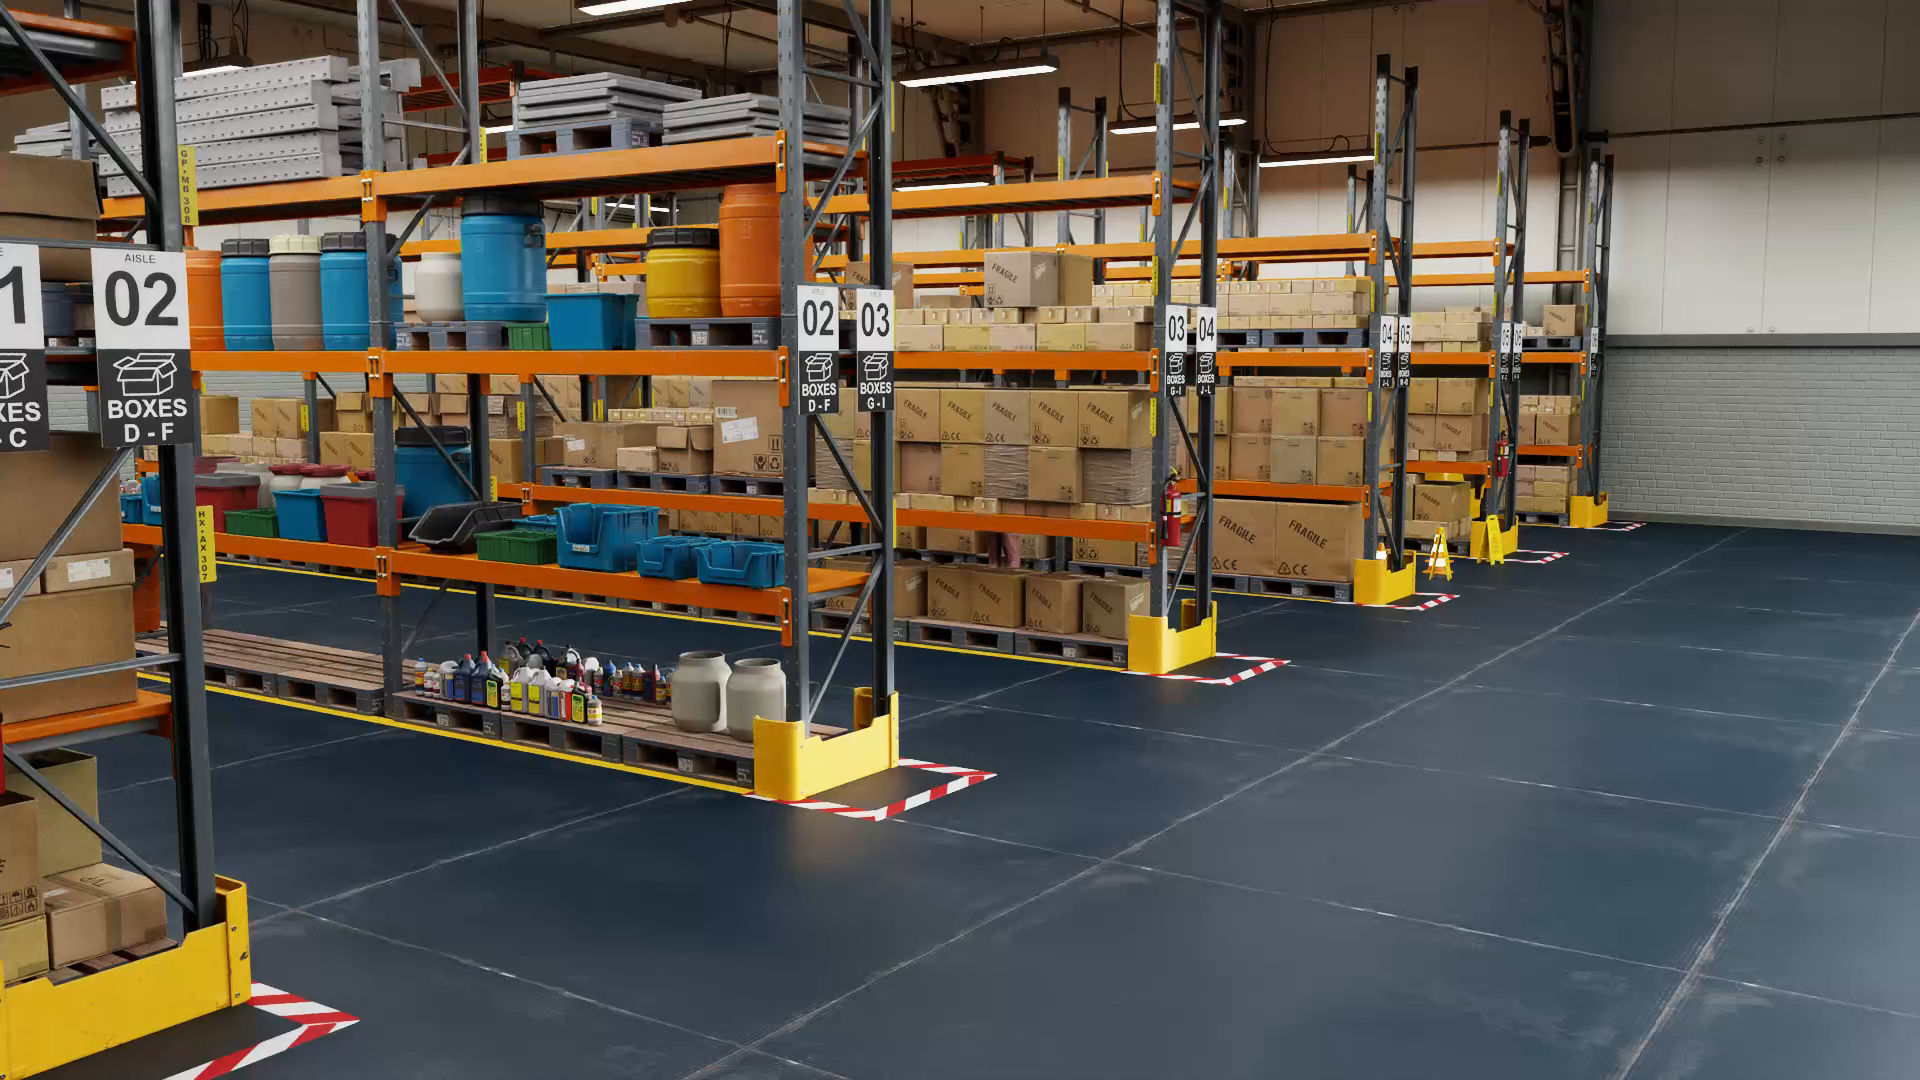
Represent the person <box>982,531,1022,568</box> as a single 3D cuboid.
[{"bbox_3d":[0.471,-0.127,18.605,0.519,1.673,0.357,4,7,31],"label":"person"}]
